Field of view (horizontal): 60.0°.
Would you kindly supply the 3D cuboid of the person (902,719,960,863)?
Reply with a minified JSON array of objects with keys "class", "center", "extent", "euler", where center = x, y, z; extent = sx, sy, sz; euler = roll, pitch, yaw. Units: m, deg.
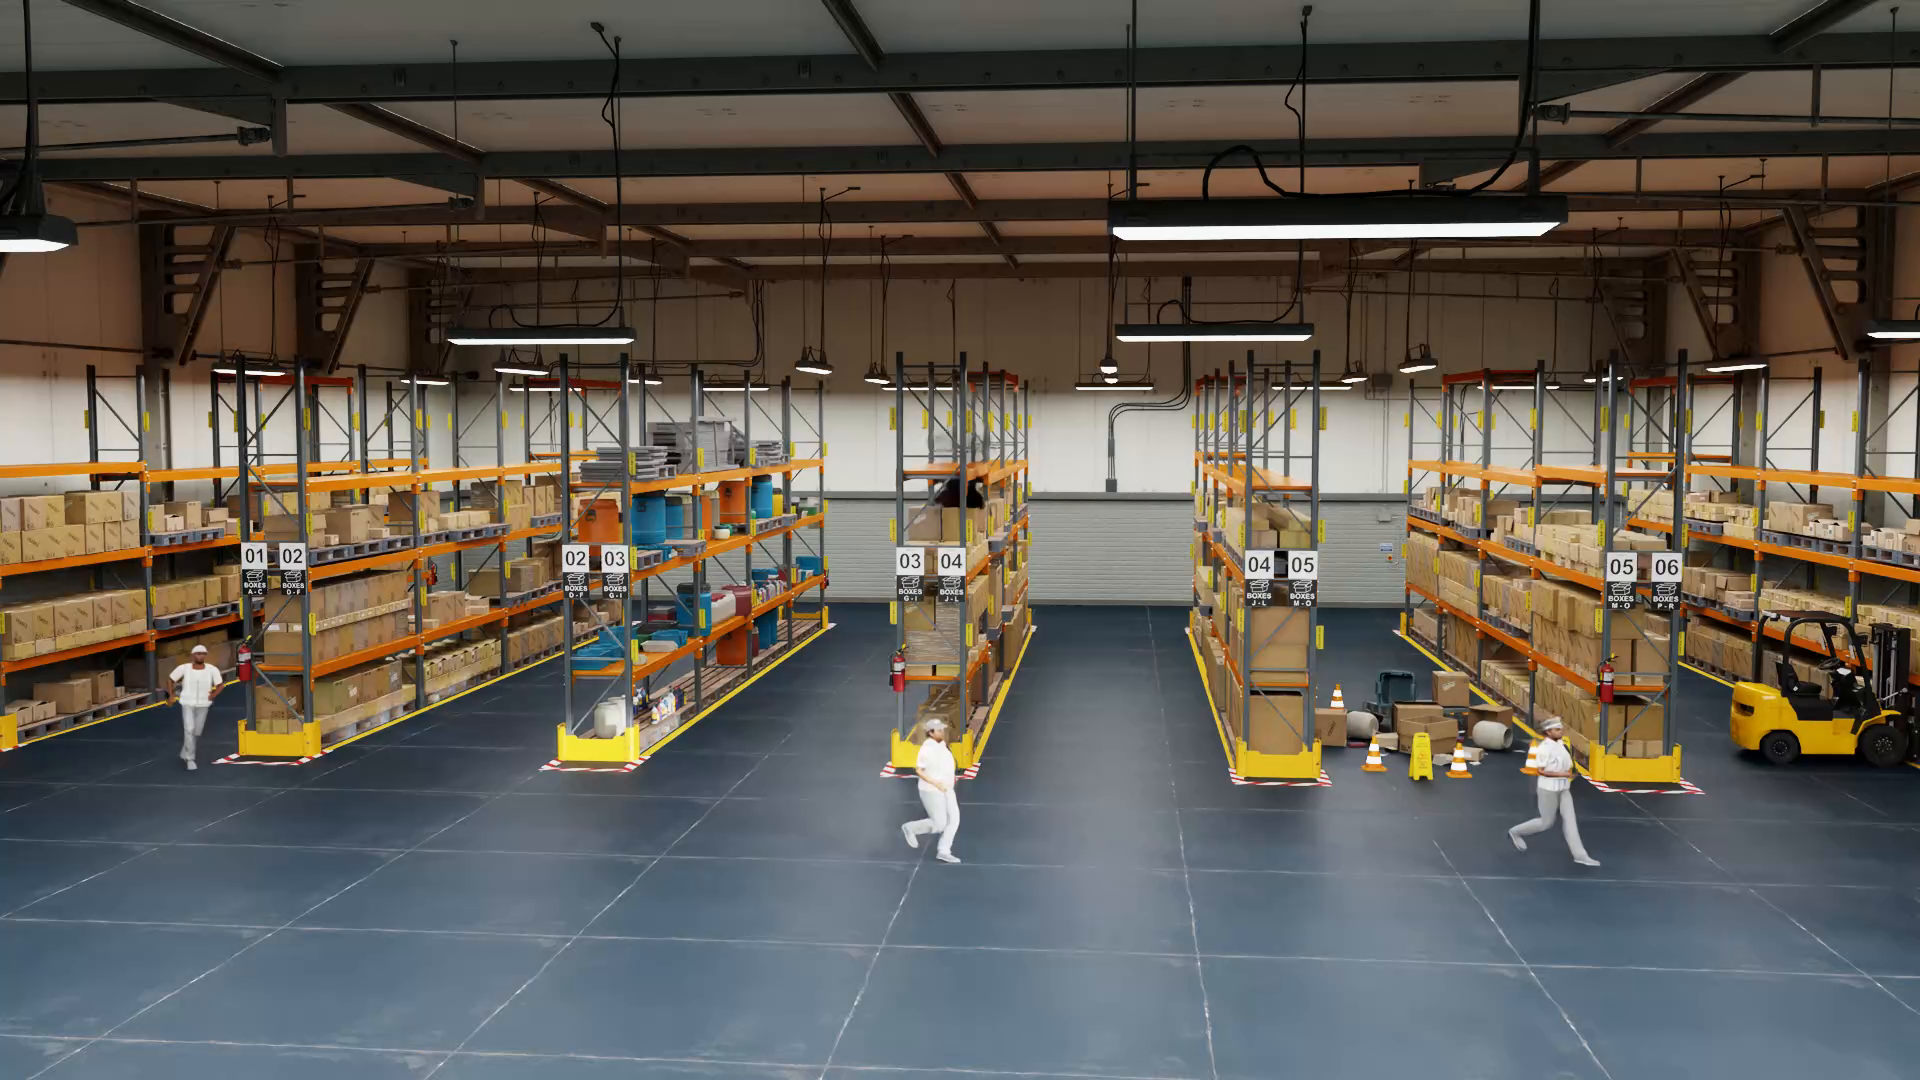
[{"class":"person","center":[-0.304,2.856,18.983],"extent":[0.685,1.626,0.607],"euler":[2,5,27]}]

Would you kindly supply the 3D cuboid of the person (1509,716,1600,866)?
[{"class":"person","center":[6.733,2.799,18.766],"extent":[0.594,1.641,1.044],"euler":[-3,5,-40]}]

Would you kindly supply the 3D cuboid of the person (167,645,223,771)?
[{"class":"person","center":[-11.102,2.409,24.190],"extent":[0.744,1.751,0.873],"euler":[-3,5,-34]}]
